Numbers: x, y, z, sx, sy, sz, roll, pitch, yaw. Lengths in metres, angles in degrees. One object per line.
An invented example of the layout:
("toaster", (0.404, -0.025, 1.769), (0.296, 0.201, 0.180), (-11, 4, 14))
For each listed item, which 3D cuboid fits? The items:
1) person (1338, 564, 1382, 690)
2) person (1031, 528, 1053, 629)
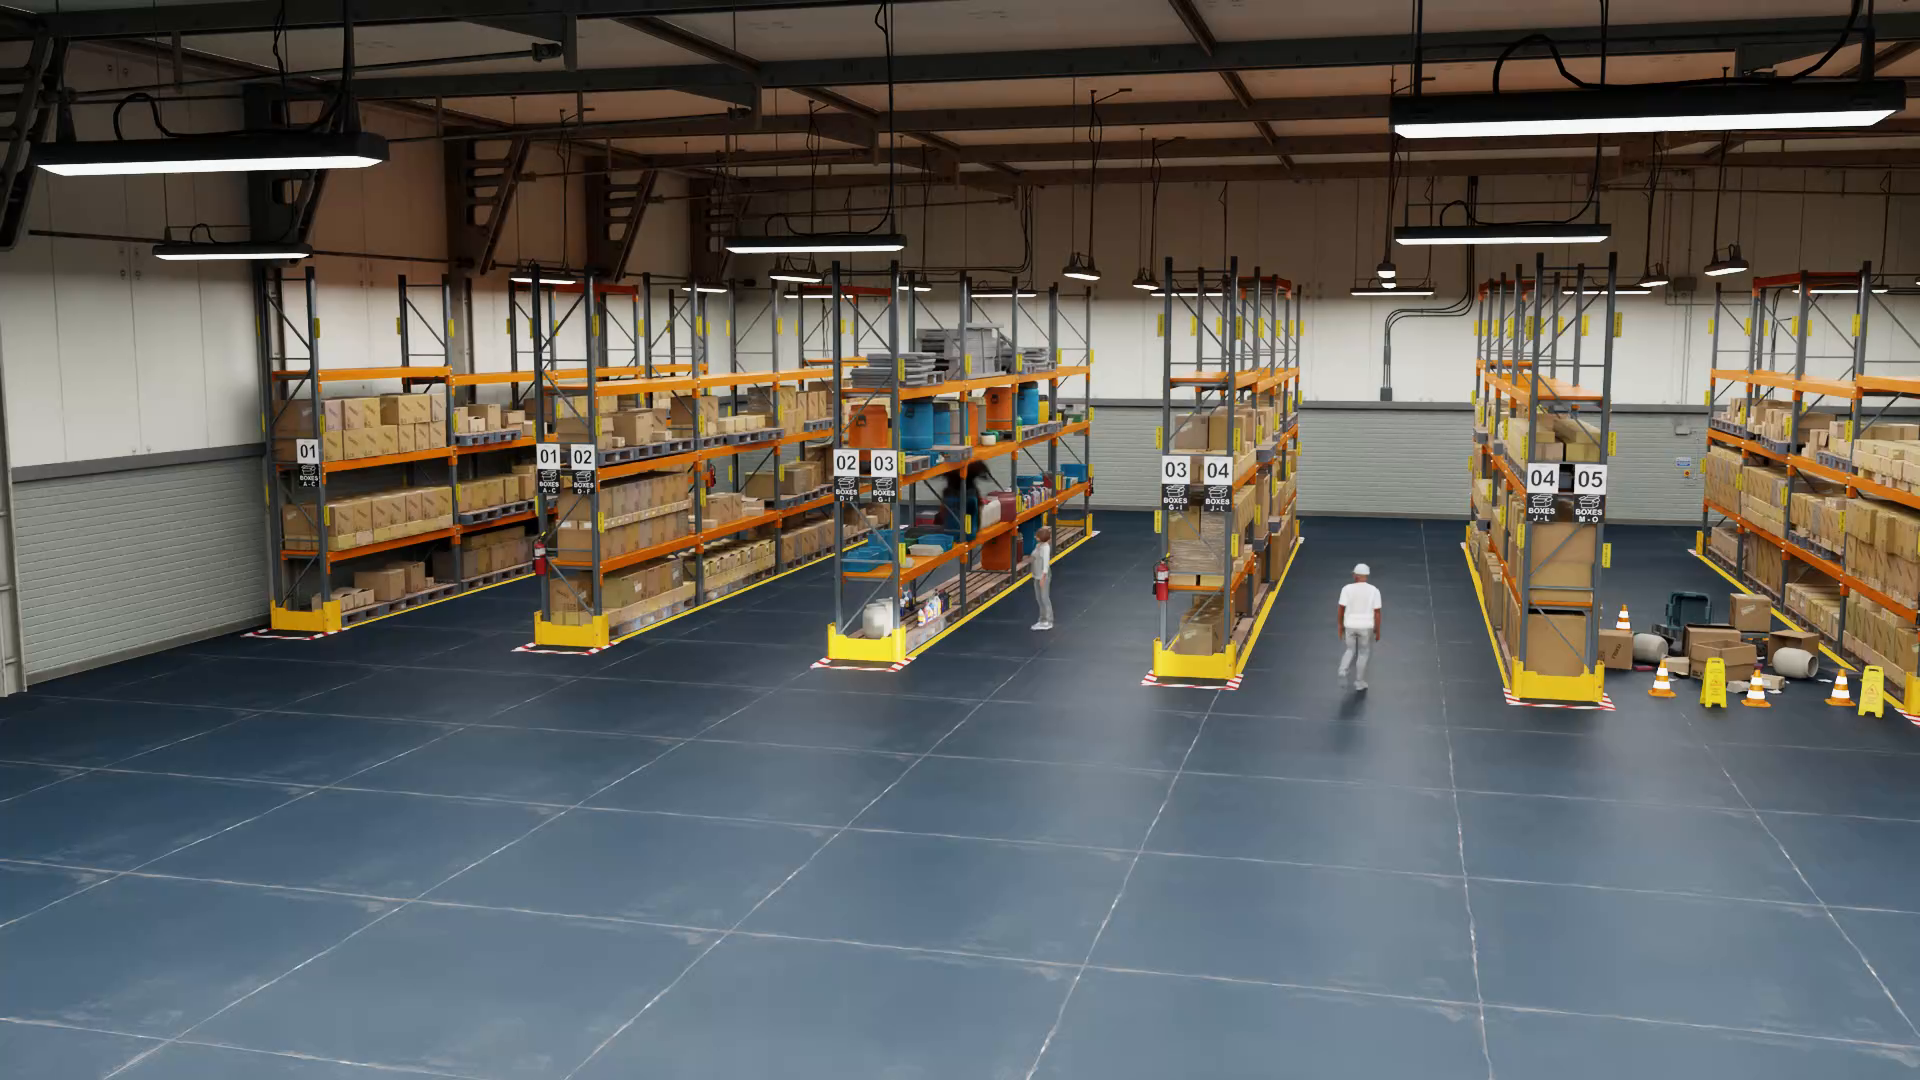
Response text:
("person", (5.509, 1.211, 22.956), (0.537, 1.757, 0.604), (6, 9, 38))
("person", (1.300, 0.613, 26.165), (0.352, 1.622, 0.475), (-3, 8, -21))
